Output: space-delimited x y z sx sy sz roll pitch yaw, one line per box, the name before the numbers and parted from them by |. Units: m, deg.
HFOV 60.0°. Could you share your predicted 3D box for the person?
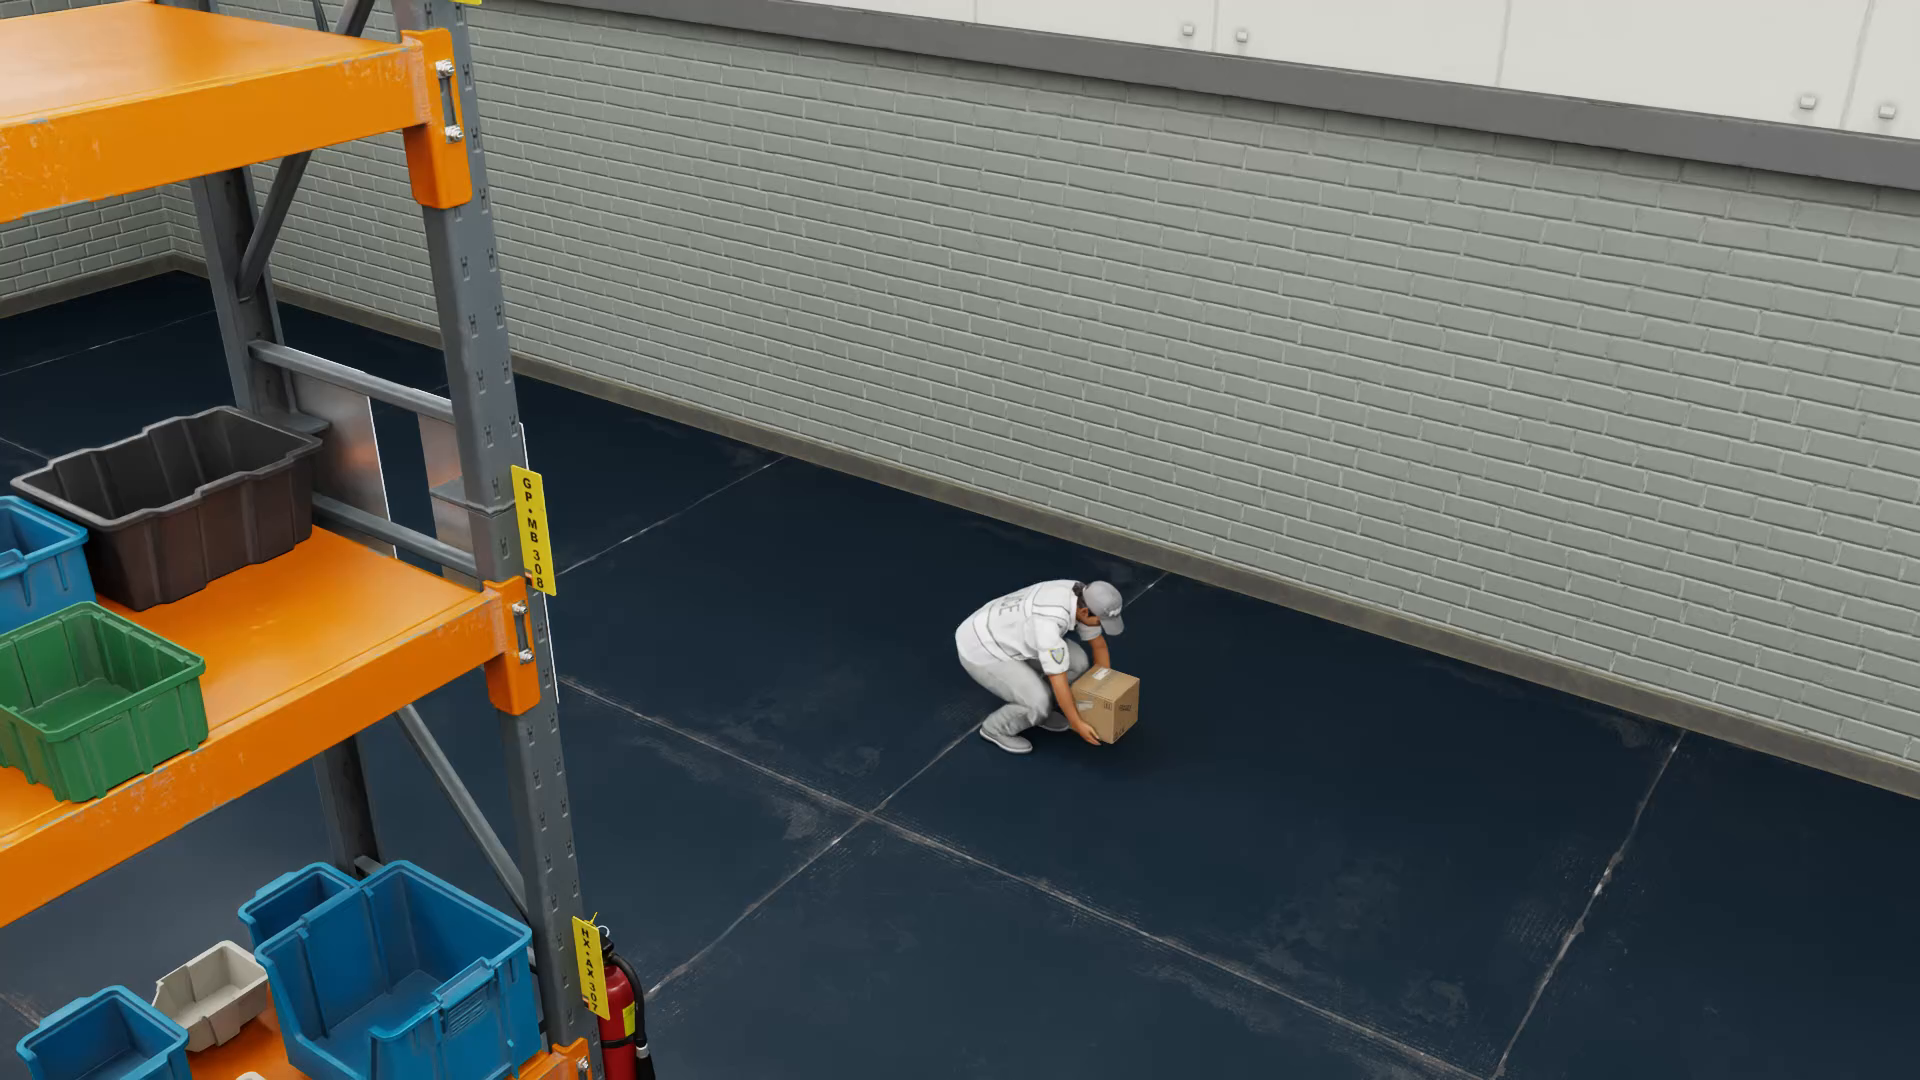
person | 0.408 0.575 8.276 0.848 0.960 0.528 17 32 30
